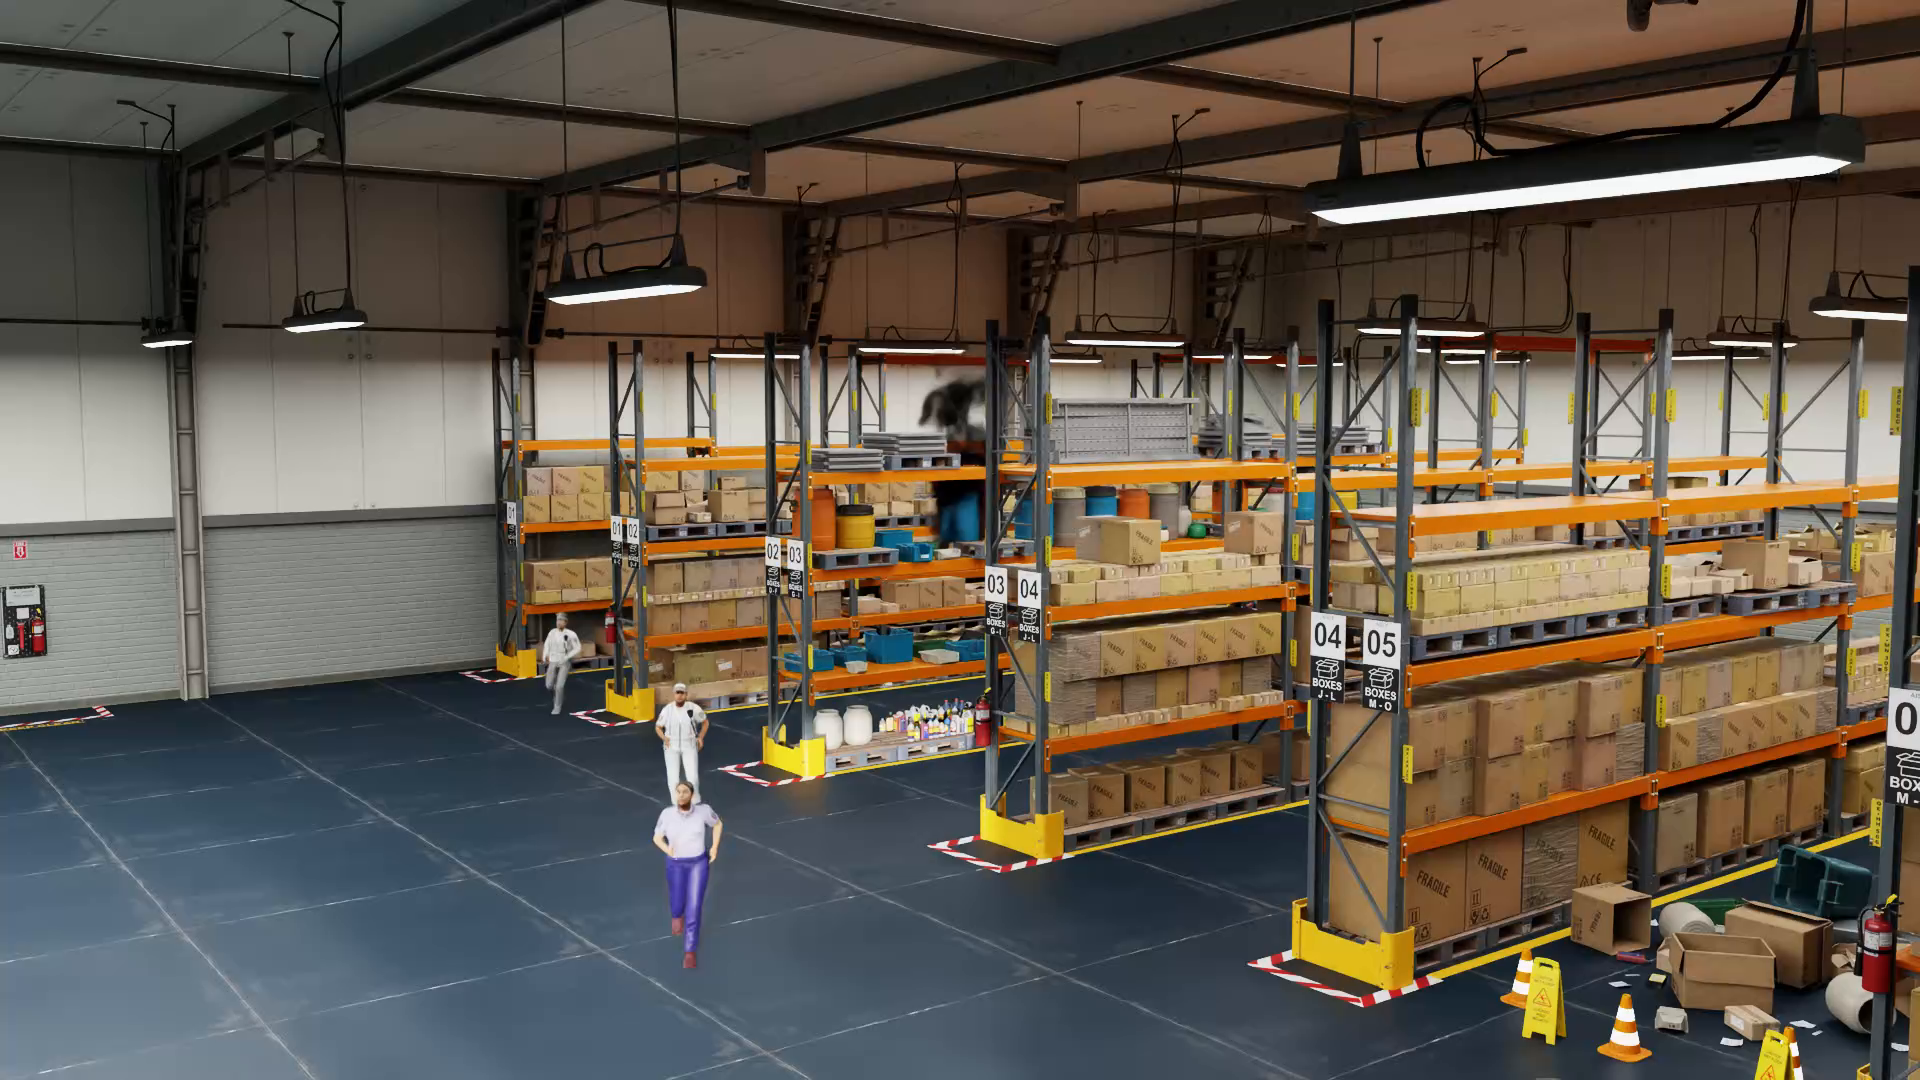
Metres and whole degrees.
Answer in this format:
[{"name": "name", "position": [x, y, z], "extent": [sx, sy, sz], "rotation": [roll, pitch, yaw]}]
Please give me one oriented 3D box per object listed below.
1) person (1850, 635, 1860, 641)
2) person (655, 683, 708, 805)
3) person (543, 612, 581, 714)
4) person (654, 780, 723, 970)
[{"name": "person", "position": [13.009, 2.199, 24.155], "extent": [0.804, 1.652, 0.592], "rotation": [-3, 6, -32]}, {"name": "person", "position": [-3.419, 2.575, 20.410], "extent": [0.648, 1.621, 0.553], "rotation": [-1, 5, -6]}, {"name": "person", "position": [-6.455, 1.980, 26.992], "extent": [0.643, 1.656, 0.512], "rotation": [1, 5, 10]}, {"name": "person", "position": [-2.515, 3.013, 15.328], "extent": [0.589, 1.655, 0.914], "rotation": [0, 5, -2]}]
